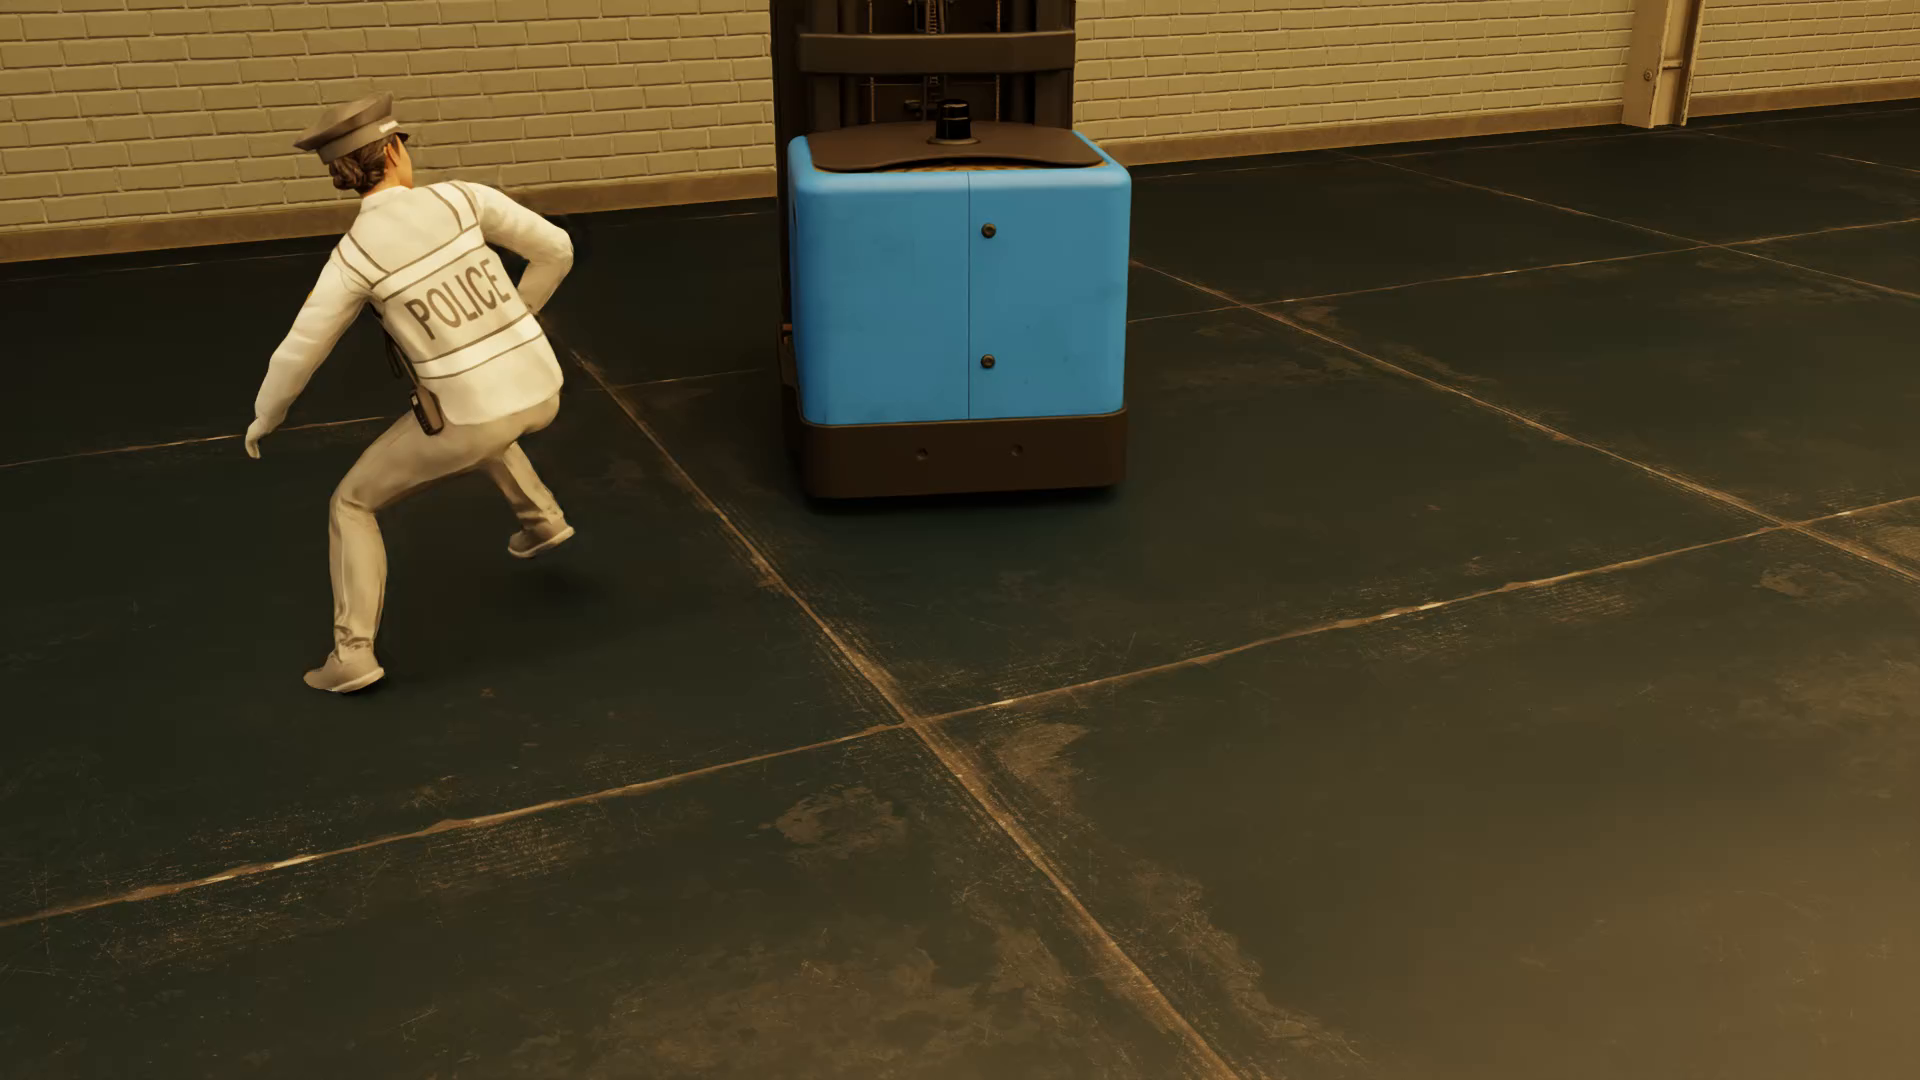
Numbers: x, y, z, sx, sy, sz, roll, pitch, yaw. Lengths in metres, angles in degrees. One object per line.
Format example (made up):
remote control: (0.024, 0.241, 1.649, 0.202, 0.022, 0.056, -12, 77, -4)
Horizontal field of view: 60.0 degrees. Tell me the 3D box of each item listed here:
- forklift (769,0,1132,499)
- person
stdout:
forklift: (-0.164, -2.013, 6.131, 1.130, 2.935, 3.031, -3, 23, -7)
person: (-1.383, -0.385, 4.243, 0.655, 1.469, 0.839, 19, 29, 38)
